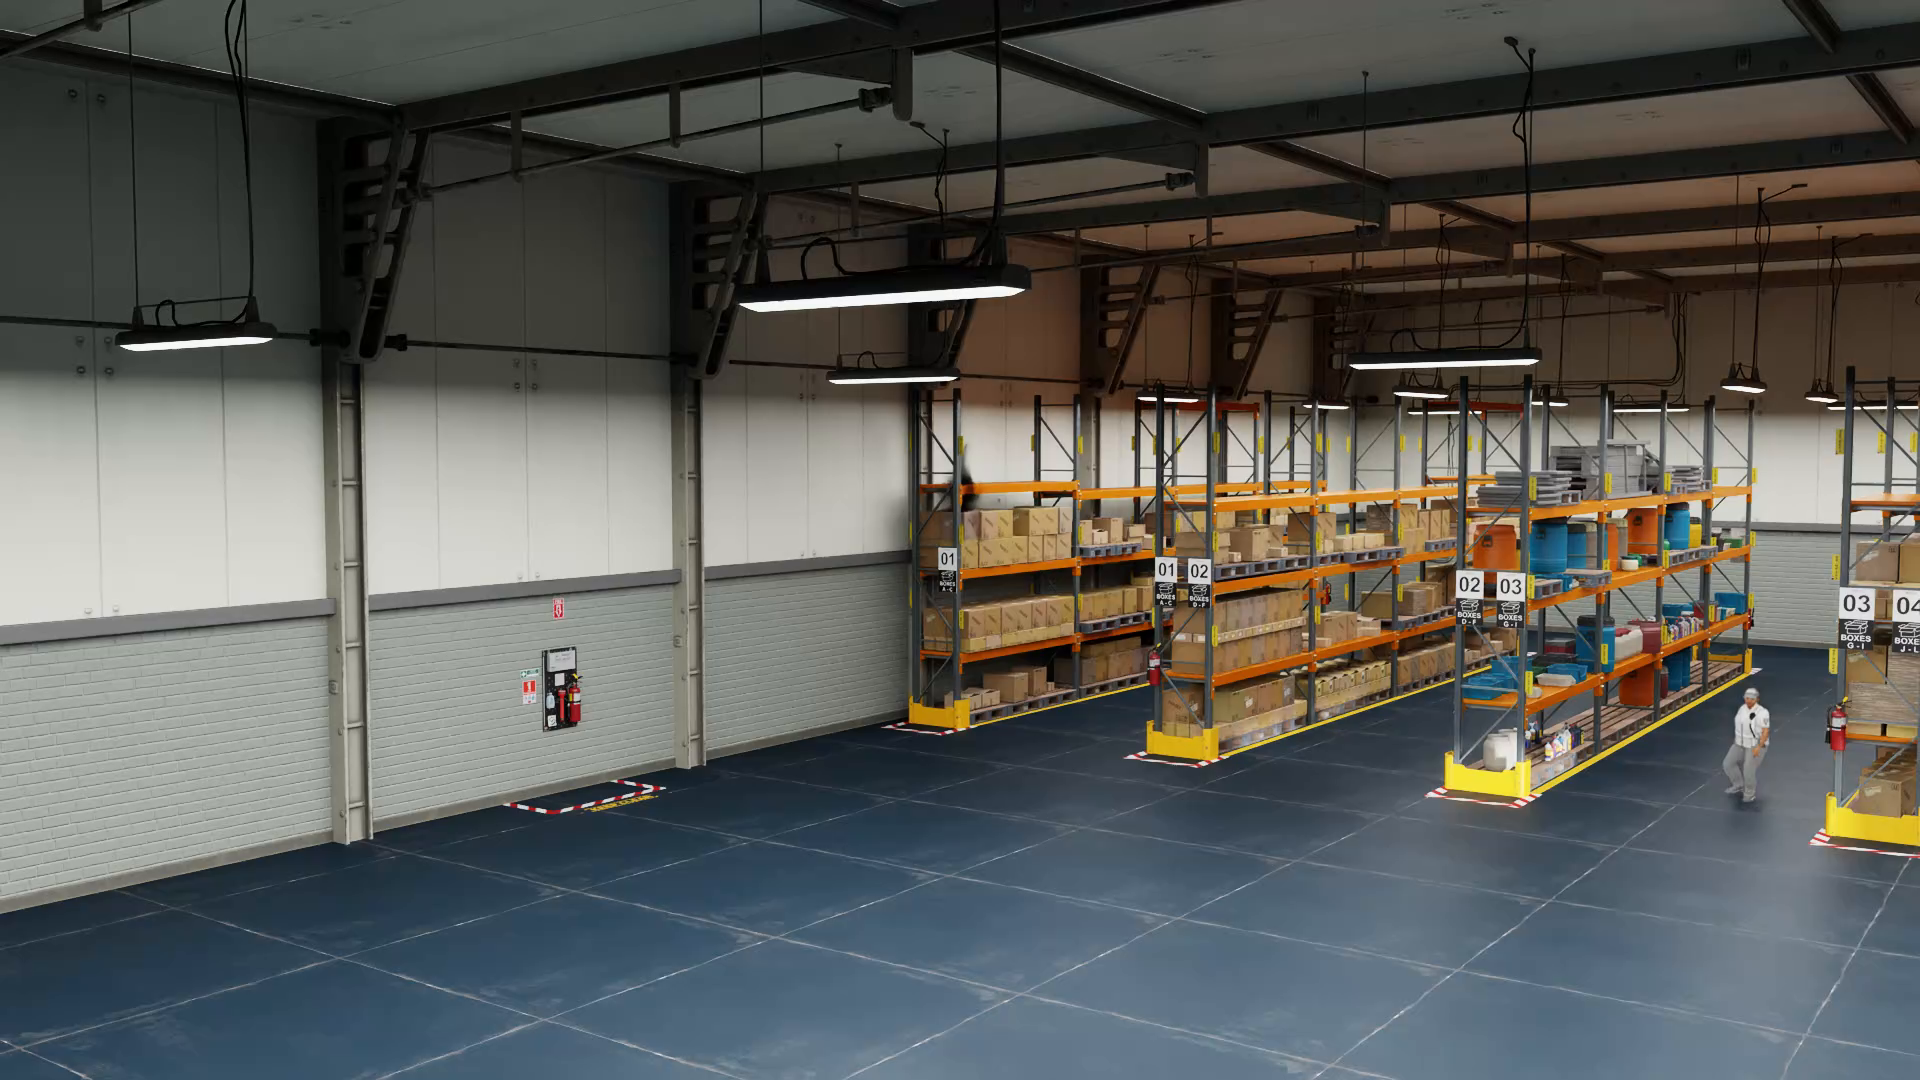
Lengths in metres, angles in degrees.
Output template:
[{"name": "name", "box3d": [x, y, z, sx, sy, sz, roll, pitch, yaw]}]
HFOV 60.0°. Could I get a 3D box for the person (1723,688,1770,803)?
[{"name": "person", "box3d": [11.031, 2.885, 23.324, 0.460, 1.662, 0.729, -1, 4, -23]}]
